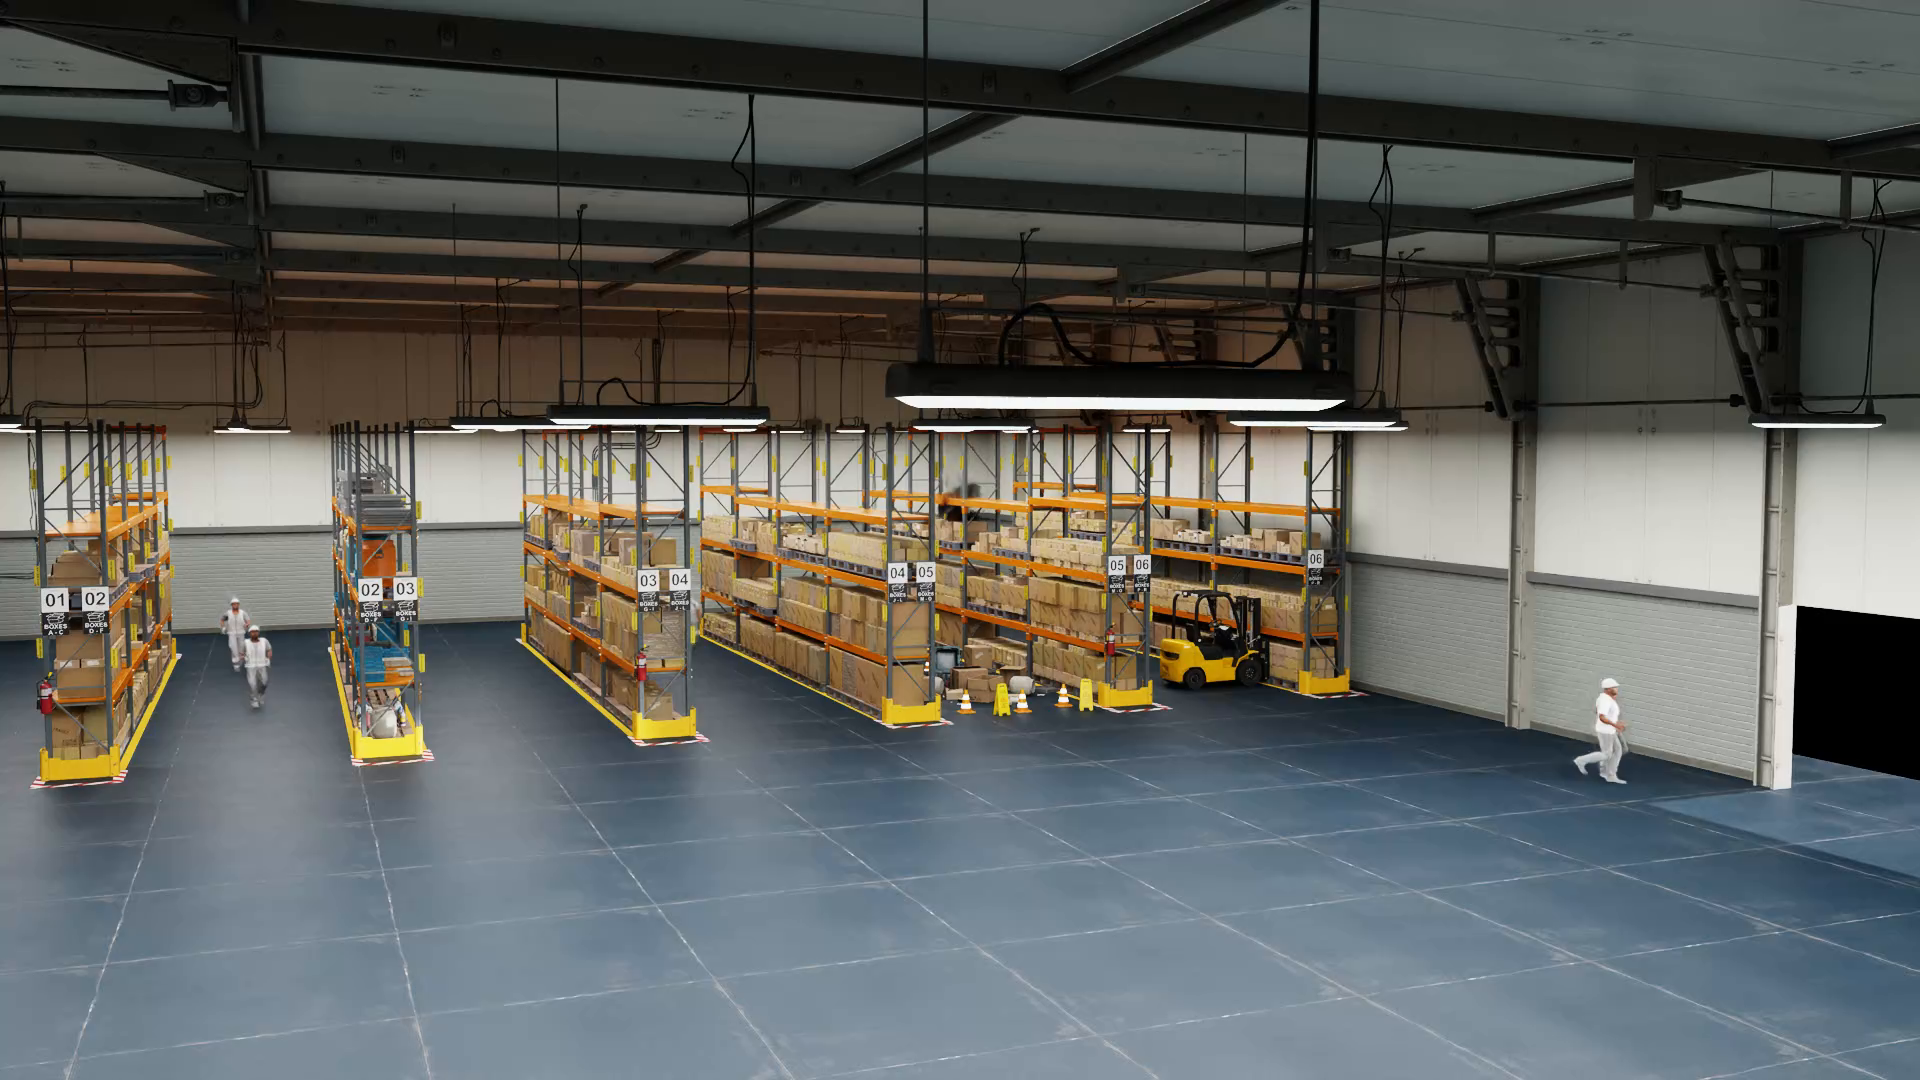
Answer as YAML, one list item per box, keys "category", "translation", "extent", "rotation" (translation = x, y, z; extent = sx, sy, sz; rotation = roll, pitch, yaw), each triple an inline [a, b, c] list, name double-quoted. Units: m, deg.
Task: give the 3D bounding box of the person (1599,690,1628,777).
- category: "person"
  translation: [10.890, 3.206, 27.688]
  extent: [0.503, 1.556, 0.536]
  rotation: [-3, 5, -43]

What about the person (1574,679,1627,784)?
- category: "person"
  translation: [10.590, 3.145, 27.460]
  extent: [0.815, 1.739, 0.689]
  rotation: [2, 4, 24]

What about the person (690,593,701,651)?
- category: "person"
  translation: [-7.098, 2.186, 43.770]
  extent: [0.616, 1.614, 0.497]
  rotation: [-1, 4, -16]

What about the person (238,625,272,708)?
- category: "person"
  translation: [-14.747, 2.665, 34.854]
  extent: [0.669, 1.737, 0.589]
  rotation: [-2, 4, -29]

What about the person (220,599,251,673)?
- category: "person"
  translation: [-17.575, 2.312, 40.383]
  extent: [0.669, 1.766, 0.887]
  rotation: [-2, 4, -30]
